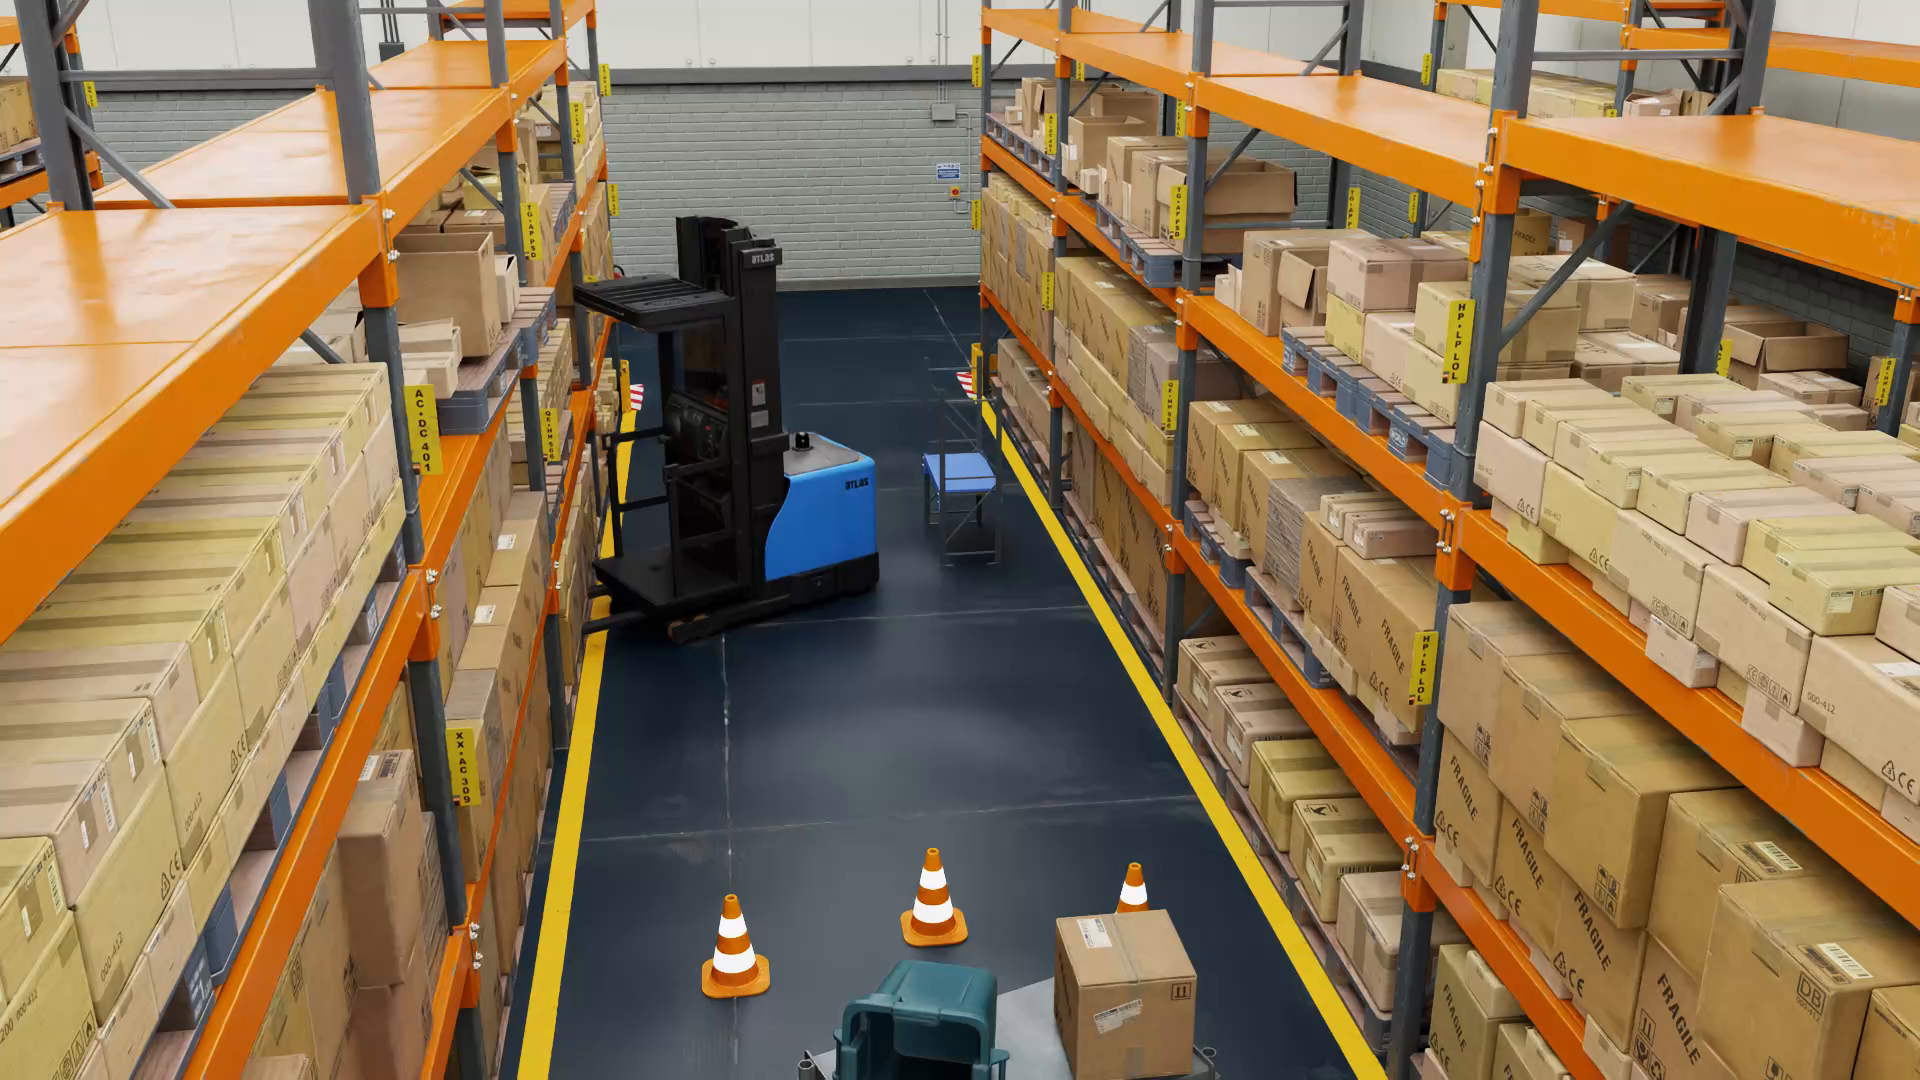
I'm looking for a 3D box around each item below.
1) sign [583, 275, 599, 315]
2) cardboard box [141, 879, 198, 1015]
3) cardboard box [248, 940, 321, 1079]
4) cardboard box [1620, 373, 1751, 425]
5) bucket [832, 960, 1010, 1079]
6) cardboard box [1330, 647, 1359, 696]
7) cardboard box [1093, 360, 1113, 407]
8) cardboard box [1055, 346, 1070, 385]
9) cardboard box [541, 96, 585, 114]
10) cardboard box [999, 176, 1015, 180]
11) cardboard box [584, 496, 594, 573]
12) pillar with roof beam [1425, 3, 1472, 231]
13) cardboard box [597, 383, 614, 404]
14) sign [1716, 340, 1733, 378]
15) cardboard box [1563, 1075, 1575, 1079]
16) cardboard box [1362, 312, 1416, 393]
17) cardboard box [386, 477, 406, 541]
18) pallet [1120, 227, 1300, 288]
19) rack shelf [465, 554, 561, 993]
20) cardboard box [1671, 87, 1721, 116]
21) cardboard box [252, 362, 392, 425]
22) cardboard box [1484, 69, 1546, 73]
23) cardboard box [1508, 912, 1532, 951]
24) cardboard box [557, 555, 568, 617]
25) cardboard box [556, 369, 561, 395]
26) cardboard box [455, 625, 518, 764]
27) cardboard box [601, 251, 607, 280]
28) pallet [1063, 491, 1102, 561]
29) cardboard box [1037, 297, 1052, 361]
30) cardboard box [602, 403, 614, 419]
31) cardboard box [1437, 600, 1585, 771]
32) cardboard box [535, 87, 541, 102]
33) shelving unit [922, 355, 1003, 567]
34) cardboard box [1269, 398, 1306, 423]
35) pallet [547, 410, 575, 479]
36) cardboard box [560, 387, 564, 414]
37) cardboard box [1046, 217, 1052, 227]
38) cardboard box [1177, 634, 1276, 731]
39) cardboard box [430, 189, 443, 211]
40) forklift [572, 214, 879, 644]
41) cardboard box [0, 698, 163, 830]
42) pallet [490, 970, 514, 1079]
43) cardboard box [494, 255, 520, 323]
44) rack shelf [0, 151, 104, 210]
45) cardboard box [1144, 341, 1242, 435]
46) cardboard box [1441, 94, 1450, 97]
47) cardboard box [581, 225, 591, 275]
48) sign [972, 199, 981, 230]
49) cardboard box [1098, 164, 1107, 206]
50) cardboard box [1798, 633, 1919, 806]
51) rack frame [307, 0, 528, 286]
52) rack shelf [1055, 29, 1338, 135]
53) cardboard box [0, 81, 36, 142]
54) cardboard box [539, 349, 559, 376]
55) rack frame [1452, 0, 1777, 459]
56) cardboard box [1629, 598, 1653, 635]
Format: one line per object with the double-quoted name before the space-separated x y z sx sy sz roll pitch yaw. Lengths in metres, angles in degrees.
"sign" -3.030 -2.013 13.663 0.100 0.325 0.005 -3 21 -8
"cardboard box" -1.691 0.785 3.156 0.380 0.149 0.250 -3 21 -7
"cardboard box" -2.186 1.444 4.306 0.875 0.550 0.500 -3 21 -8
"cardboard box" 2.720 -0.518 6.249 0.380 0.149 0.250 -2 21 -7
"bucket" -0.125 2.081 6.863 0.726 0.611 0.620 4 11 11
"cardboard box" 2.017 0.621 8.025 0.380 0.149 0.250 -3 21 -9
"cardboard box" 1.313 -1.193 12.623 0.500 0.250 0.500 -4 21 -9
"cardboard box" 1.107 -1.490 14.132 0.500 0.250 0.500 -3 21 -9
"cardboard box" -3.617 -3.948 15.142 0.380 0.149 0.250 -3 21 -9
"cardboard box" 0.614 -3.706 17.352 0.380 0.149 0.250 -2 21 -6
"cardboard box" -3.149 -0.046 13.023 0.500 0.500 0.500 -3 21 -9
"pillar with roof beam" 1.883 -6.934 19.921 9.100 9.000 0.400 -3 21 -8
"cardboard box" -3.618 -1.439 16.406 0.380 0.149 0.250 -2 21 -6
"sign" 2.994 -0.633 6.598 0.100 0.325 0.005 -3 21 -8
"cardboard box" 2.352 2.016 5.863 0.380 0.149 0.250 -2 21 -5
"cardboard box" 2.162 -0.858 7.553 0.500 0.250 0.500 -3 21 -7
"cardboard box" -2.057 -0.092 5.505 0.380 0.149 0.250 -3 21 -8
"pallet" 1.736 -1.878 10.939 1.213 0.211 1.003 -2 21 -5
"rack shelf" -2.714 0.973 8.351 1.077 0.370 4.000 -3 21 -8
"cardboard box" 6.328 -3.739 14.252 0.396 0.266 0.258 -3 21 -9
"cardboard box" -2.058 -0.465 5.364 0.380 0.149 0.250 -3 21 -8
"cardboard box" 5.980 -4.931 17.919 0.500 0.250 0.500 -3 21 -9
"cardboard box" 2.342 1.462 6.373 0.380 0.149 0.250 -3 21 -8
"cardboard box" -2.862 0.316 10.984 0.500 0.250 0.500 -4 21 -10
"cardboard box" -3.174 -1.170 12.395 0.380 0.149 0.250 -4 21 -11
"cardboard box" -2.378 0.738 7.809 0.500 0.500 0.500 -3 21 -8
"cardboard box" -3.684 -2.516 16.097 0.500 0.500 0.500 -3 21 -8
"pallet" 1.491 -0.156 14.332 1.003 0.211 1.213 -3 21 -8
"cardboard box" 0.985 -1.920 14.927 0.500 0.500 0.500 -3 21 -7
"cardboard box" -3.633 -1.300 16.458 0.380 0.149 0.250 -3 21 -7
"cardboard box" 2.307 0.553 6.452 0.700 0.500 0.500 -3 21 -8
"cardboard box" -4.315 -4.369 16.270 0.380 0.149 0.250 -2 21 -6
"shelving unit" 0.012 -0.673 13.875 0.538 1.500 1.048 -3 21 -8
"cardboard box" 2.222 -0.580 10.314 0.500 0.500 0.500 -4 21 -9
"pallet" -3.328 -0.650 11.942 1.003 0.211 1.213 -3 21 -8
"cardboard box" -3.172 -1.033 12.455 0.380 0.149 0.250 -4 21 -10
"cardboard box" 0.989 -2.819 14.977 0.380 0.149 0.250 -3 21 -8
"cardboard box" 1.953 0.890 10.703 0.950 0.372 0.625 -4 21 -11
"cardboard box" -3.407 -2.170 10.216 0.396 0.266 0.258 -3 21 -8
"forklift" -2.126 -0.821 12.226 3.031 2.935 1.130 -15 25 -34
"cardboard box" -1.690 0.415 3.008 0.380 0.149 0.250 -3 21 -7
"pallet" -2.612 2.372 7.564 1.003 0.211 1.213 -3 21 -8
"cardboard box" -2.555 -1.316 8.551 0.500 0.311 0.500 -3 21 -8
"rack shelf" -8.790 -2.986 14.666 1.077 0.370 4.000 -3 21 -8
"cardboard box" 1.548 -1.022 11.093 0.500 0.500 0.500 -3 21 -9
"cardboard box" 5.433 -4.669 17.932 0.500 0.250 0.500 -3 21 -8
"cardboard box" -3.493 -2.443 14.472 0.500 0.500 0.500 -4 21 -9
"sign" 0.178 -3.527 18.023 0.100 0.325 0.005 -3 21 -8
"cardboard box" 1.222 -2.614 12.234 0.396 0.266 0.258 -1 21 -3
"cardboard box" 2.543 0.438 4.259 0.500 0.250 0.500 -2 21 -6
"rack frame" -3.002 -2.866 9.030 1.000 3.000 0.127 -3 21 -8
"rack shelf" 1.593 -3.319 11.842 1.077 0.370 4.000 -3 21 -8
"cardboard box" -8.988 -3.928 15.273 0.700 0.500 0.500 -4 21 -10
"cardboard box" -3.183 -1.311 12.347 0.380 0.149 0.250 -4 21 -10
"rack frame" 2.458 -1.766 6.084 1.000 3.000 0.127 -3 21 -8
"cardboard box" 2.412 0.232 5.379 0.380 0.149 0.250 -4 21 -9
